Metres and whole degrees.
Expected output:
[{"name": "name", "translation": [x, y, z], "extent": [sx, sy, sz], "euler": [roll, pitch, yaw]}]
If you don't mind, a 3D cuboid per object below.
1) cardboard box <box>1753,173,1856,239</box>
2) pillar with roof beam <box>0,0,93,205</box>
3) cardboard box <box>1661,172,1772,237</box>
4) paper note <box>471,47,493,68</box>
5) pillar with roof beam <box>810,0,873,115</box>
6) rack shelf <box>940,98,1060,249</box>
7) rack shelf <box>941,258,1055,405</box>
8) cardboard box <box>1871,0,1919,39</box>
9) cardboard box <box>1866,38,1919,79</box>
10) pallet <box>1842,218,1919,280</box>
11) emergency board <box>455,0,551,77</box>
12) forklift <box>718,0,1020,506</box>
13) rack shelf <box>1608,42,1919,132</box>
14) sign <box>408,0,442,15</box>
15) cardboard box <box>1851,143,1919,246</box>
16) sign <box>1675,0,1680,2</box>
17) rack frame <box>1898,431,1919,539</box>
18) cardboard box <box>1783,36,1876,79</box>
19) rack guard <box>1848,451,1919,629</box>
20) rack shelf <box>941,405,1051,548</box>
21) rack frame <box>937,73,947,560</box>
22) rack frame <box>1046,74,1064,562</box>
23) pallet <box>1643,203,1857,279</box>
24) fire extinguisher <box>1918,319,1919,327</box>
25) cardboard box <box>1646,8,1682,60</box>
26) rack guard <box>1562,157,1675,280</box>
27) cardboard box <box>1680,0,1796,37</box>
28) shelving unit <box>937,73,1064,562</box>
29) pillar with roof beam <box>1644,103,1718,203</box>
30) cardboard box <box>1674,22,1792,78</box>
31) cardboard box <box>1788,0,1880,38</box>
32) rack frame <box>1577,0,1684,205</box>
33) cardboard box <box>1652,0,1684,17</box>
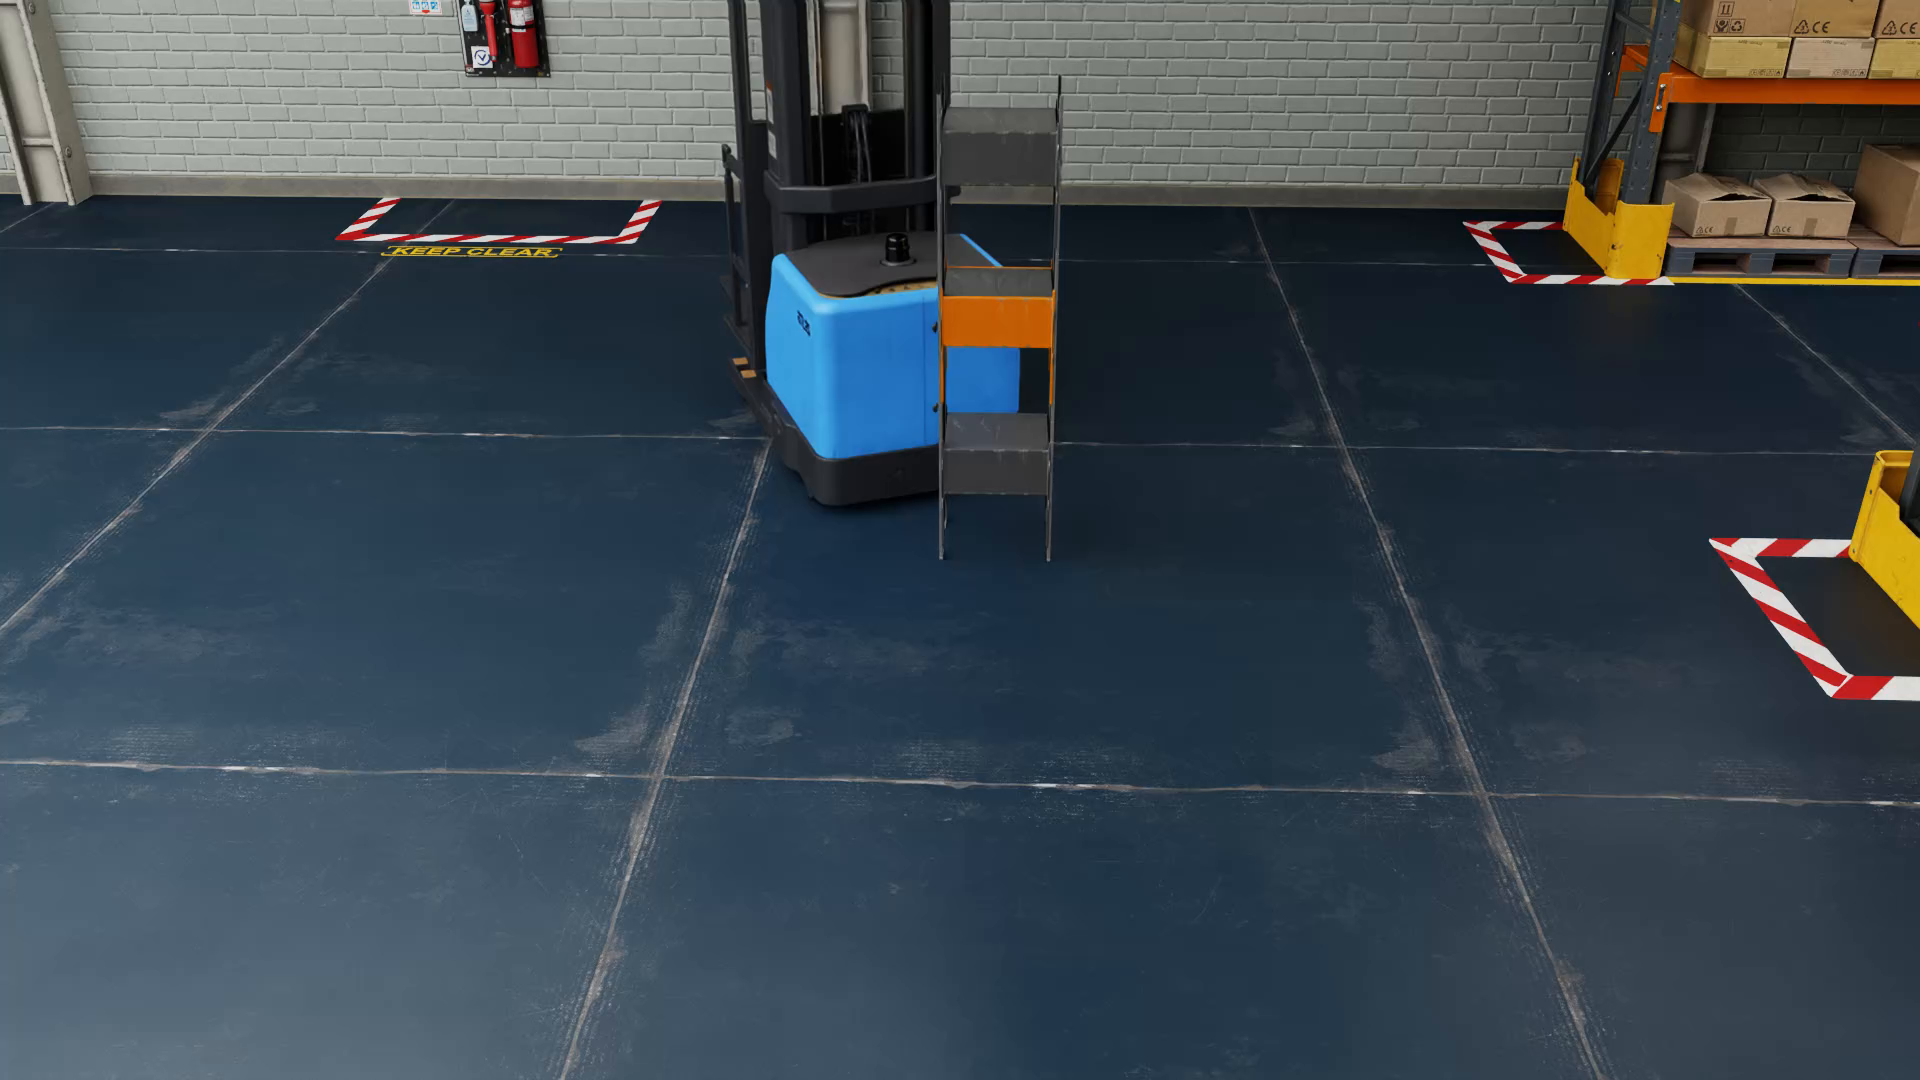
[{"name": "cardboard box", "translation": [5.678, -2.269, 11.229], "extent": [0.500, 0.311, 0.500], "euler": [3, 28, 6]}, {"name": "pillar with roof beam", "translation": [-6.994, -4.553, 6.731], "extent": [0.400, 9.000, 9.100], "euler": [1, 28, 2]}, {"name": "cardboard box", "translation": [5.109, -2.279, 11.247], "extent": [0.500, 0.311, 0.500], "euler": [-2, 28, -4]}, {"name": "paper note", "translation": [-3.489, -3.523, 12.134], "extent": [0.142, 0.148, 0.016], "euler": [1, 28, 2]}, {"name": "pillar with roof beam", "translation": [-0.998, -4.454, 6.544], "extent": [0.400, 9.000, 9.100], "euler": [1, 28, 2]}, {"name": "rack shelf", "translation": [0.165, -1.531, 6.932], "extent": [0.480, 0.518, 0.431], "euler": [1, 28, 2]}, {"name": "rack shelf", "translation": [0.165, -0.913, 7.259], "extent": [0.480, 0.518, 0.431], "euler": [1, 28, 2]}, {"name": "cardboard box", "translation": [5.897, -3.427, 10.350], "extent": [0.500, 0.500, 0.500], "euler": [0, 28, 0]}, {"name": "cardboard box", "translation": [5.925, -3.099, 10.531], "extent": [0.500, 0.250, 0.500], "euler": [1, 28, 1]}, {"name": "pallet", "translation": [6.523, -2.041, 11.375], "extent": [1.213, 0.211, 1.003], "euler": [1, 28, 2]}, {"name": "emergency board", "translation": [-3.314, -3.877, 11.861], "extent": [0.643, 1.169, 0.194], "euler": [1, 28, 2]}, {"name": "forklift", "translation": [-0.675, -2.130, 8.638], "extent": [1.130, 2.935, 3.031], "euler": [-10, 29, -17]}, {"name": "rack shelf", "translation": [6.419, -2.975, 10.927], "extent": [4.000, 0.370, 1.077], "euler": [1, 28, 2]}, {"name": "sign", "translation": [-3.863, -3.950, 11.961], "extent": [0.234, 0.329, 0.001], "euler": [1, 28, 2]}, {"name": "cardboard box", "translation": [6.410, -2.317, 11.118], "extent": [0.500, 0.500, 0.700], "euler": [-1, 28, -1]}, {"name": "sign", "translation": [4.401, -3.454, 10.139], "extent": [0.005, 0.325, 0.100], "euler": [1, 28, 2]}, {"name": "rack frame", "translation": [4.249, -1.007, 6.447], "extent": [0.127, 3.000, 1.000], "euler": [1, 28, 2]}, {"name": "cardboard box", "translation": [5.416, -3.110, 10.553], "extent": [0.500, 0.250, 0.500], "euler": [0, 28, 0]}, {"name": "rack guard", "translation": [4.225, 0.097, 7.033], "extent": [0.348, 0.500, 1.175], "euler": [1, 28, 2]}, {"name": "rack shelf", "translation": [0.165, -0.294, 7.587], "extent": [0.480, 0.518, 0.431], "euler": [1, 28, 2]}, {"name": "rack frame", "translation": [-0.078, -0.929, 7.261], "extent": [0.015, 2.100, 0.400], "euler": [1, 28, 2]}, {"name": "rack frame", "translation": [0.409, -0.921, 7.245], "extent": [0.015, 2.100, 0.400], "euler": [1, 28, 2]}, {"name": "pallet", "translation": [5.307, -2.063, 11.415], "extent": [1.213, 0.211, 1.003], "euler": [1, 28, 2]}, {"name": "fire extinguisher", "translation": [4.148, -1.192, 6.879], "extent": [0.183, 0.674, 0.296], "euler": [1, 28, 2]}, {"name": "cardboard box", "translation": [4.894, -3.351, 11.008], "extent": [0.500, 0.250, 0.500], "euler": [1, 28, 3]}, {"name": "rack guard", "translation": [4.496, -2.220, 11.404], "extent": [0.348, 0.500, 1.175], "euler": [1, 28, 2]}, {"name": "cardboard box", "translation": [4.887, -3.451, 10.396], "extent": [0.500, 0.500, 0.500], "euler": [1, 28, 2]}, {"name": "shelving unit", "translation": [0.165, -0.925, 7.253], "extent": [0.503, 2.100, 0.431], "euler": [1, 28, 2]}, {"name": "pillar with roof beam", "translation": [4.999, -4.355, 6.357], "extent": [0.400, 9.000, 9.100], "euler": [1, 28, 2]}, {"name": "cardboard box", "translation": [4.897, -3.112, 10.556], "extent": [0.500, 0.250, 0.500], "euler": [0, 28, 0]}, {"name": "cardboard box", "translation": [5.380, -3.438, 10.372], "extent": [0.500, 0.500, 0.500], "euler": [1, 28, 2]}, {"name": "rack frame", "translation": [4.420, -3.326, 10.821], "extent": [0.127, 3.000, 1.000], "euler": [1, 28, 2]}, {"name": "cardboard box", "translation": [4.899, -3.691, 10.849], "extent": [0.500, 0.500, 0.500], "euler": [1, 28, 1]}]
